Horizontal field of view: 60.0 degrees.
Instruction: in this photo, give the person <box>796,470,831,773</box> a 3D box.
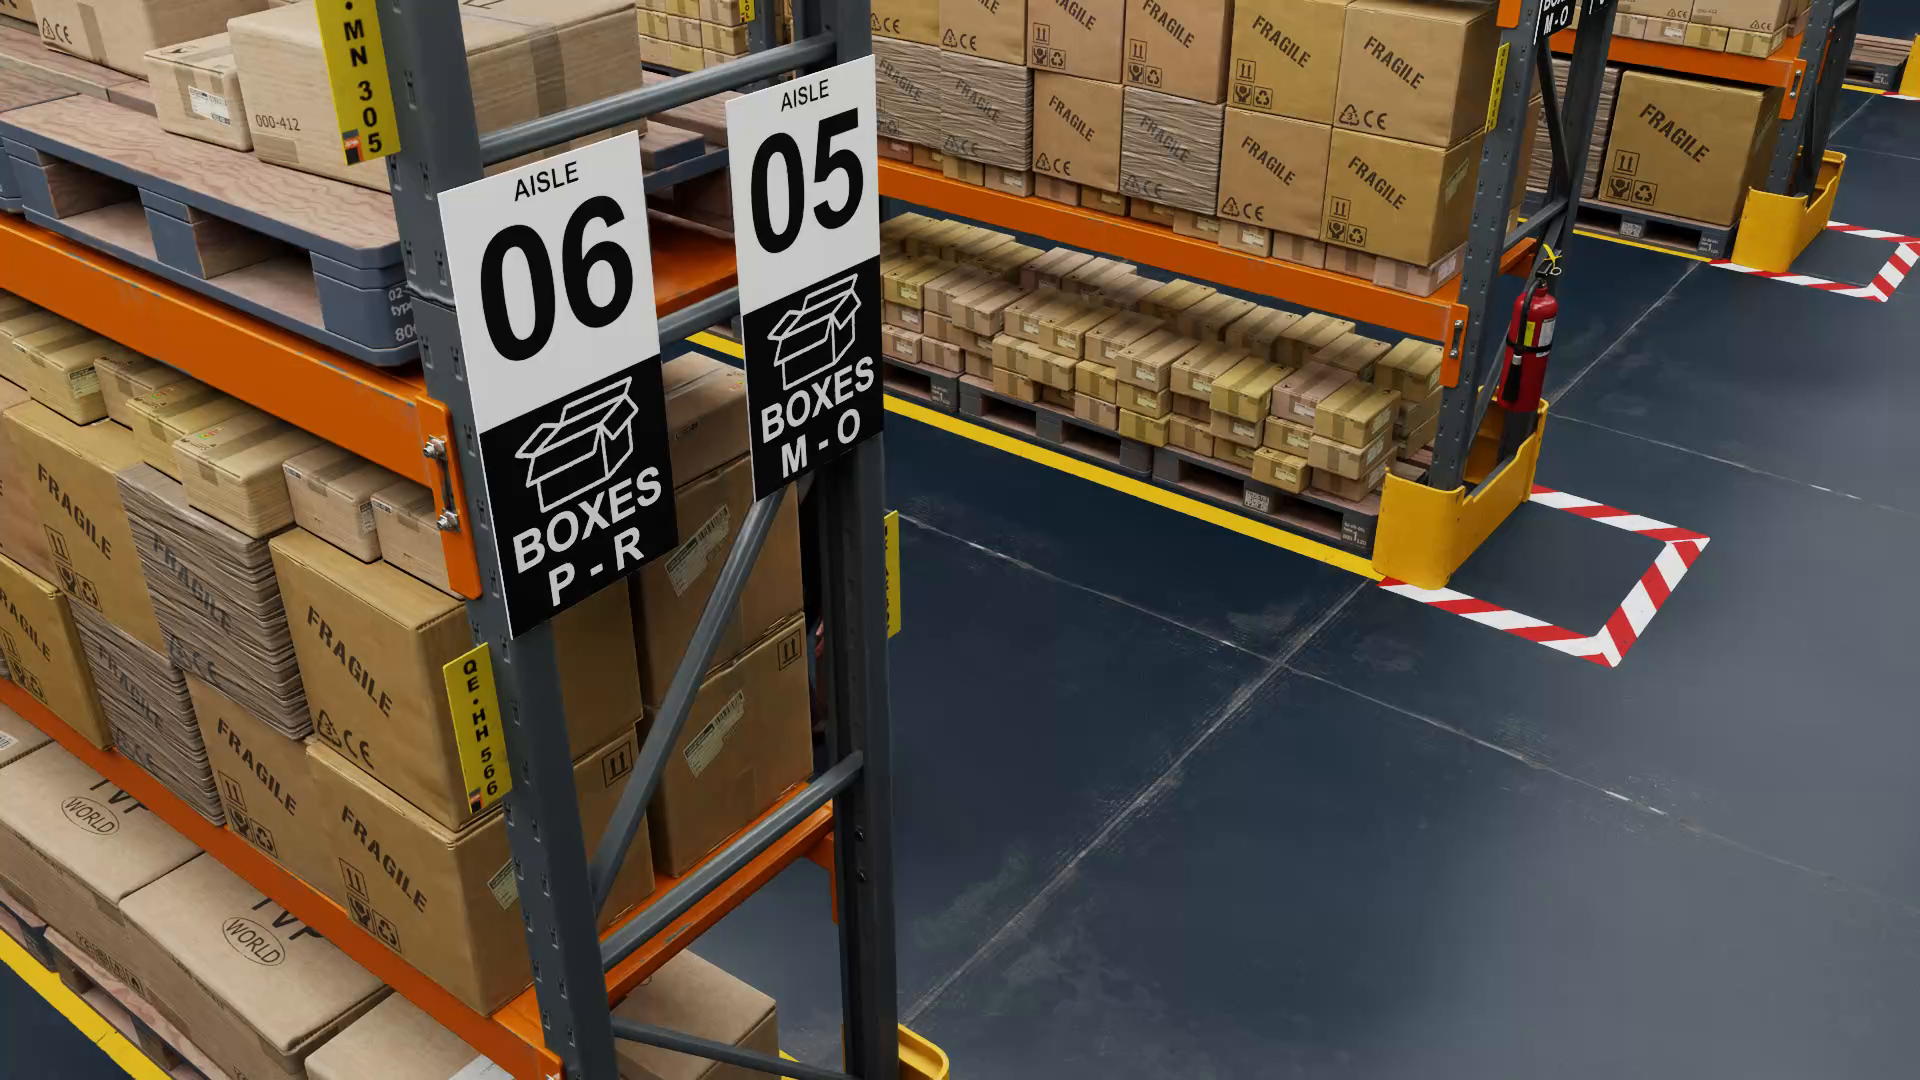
[{"bbox_3d":[-0.491,0.169,5.984,0.574,1.617,0.509,22,37,32],"label":"person"}]
